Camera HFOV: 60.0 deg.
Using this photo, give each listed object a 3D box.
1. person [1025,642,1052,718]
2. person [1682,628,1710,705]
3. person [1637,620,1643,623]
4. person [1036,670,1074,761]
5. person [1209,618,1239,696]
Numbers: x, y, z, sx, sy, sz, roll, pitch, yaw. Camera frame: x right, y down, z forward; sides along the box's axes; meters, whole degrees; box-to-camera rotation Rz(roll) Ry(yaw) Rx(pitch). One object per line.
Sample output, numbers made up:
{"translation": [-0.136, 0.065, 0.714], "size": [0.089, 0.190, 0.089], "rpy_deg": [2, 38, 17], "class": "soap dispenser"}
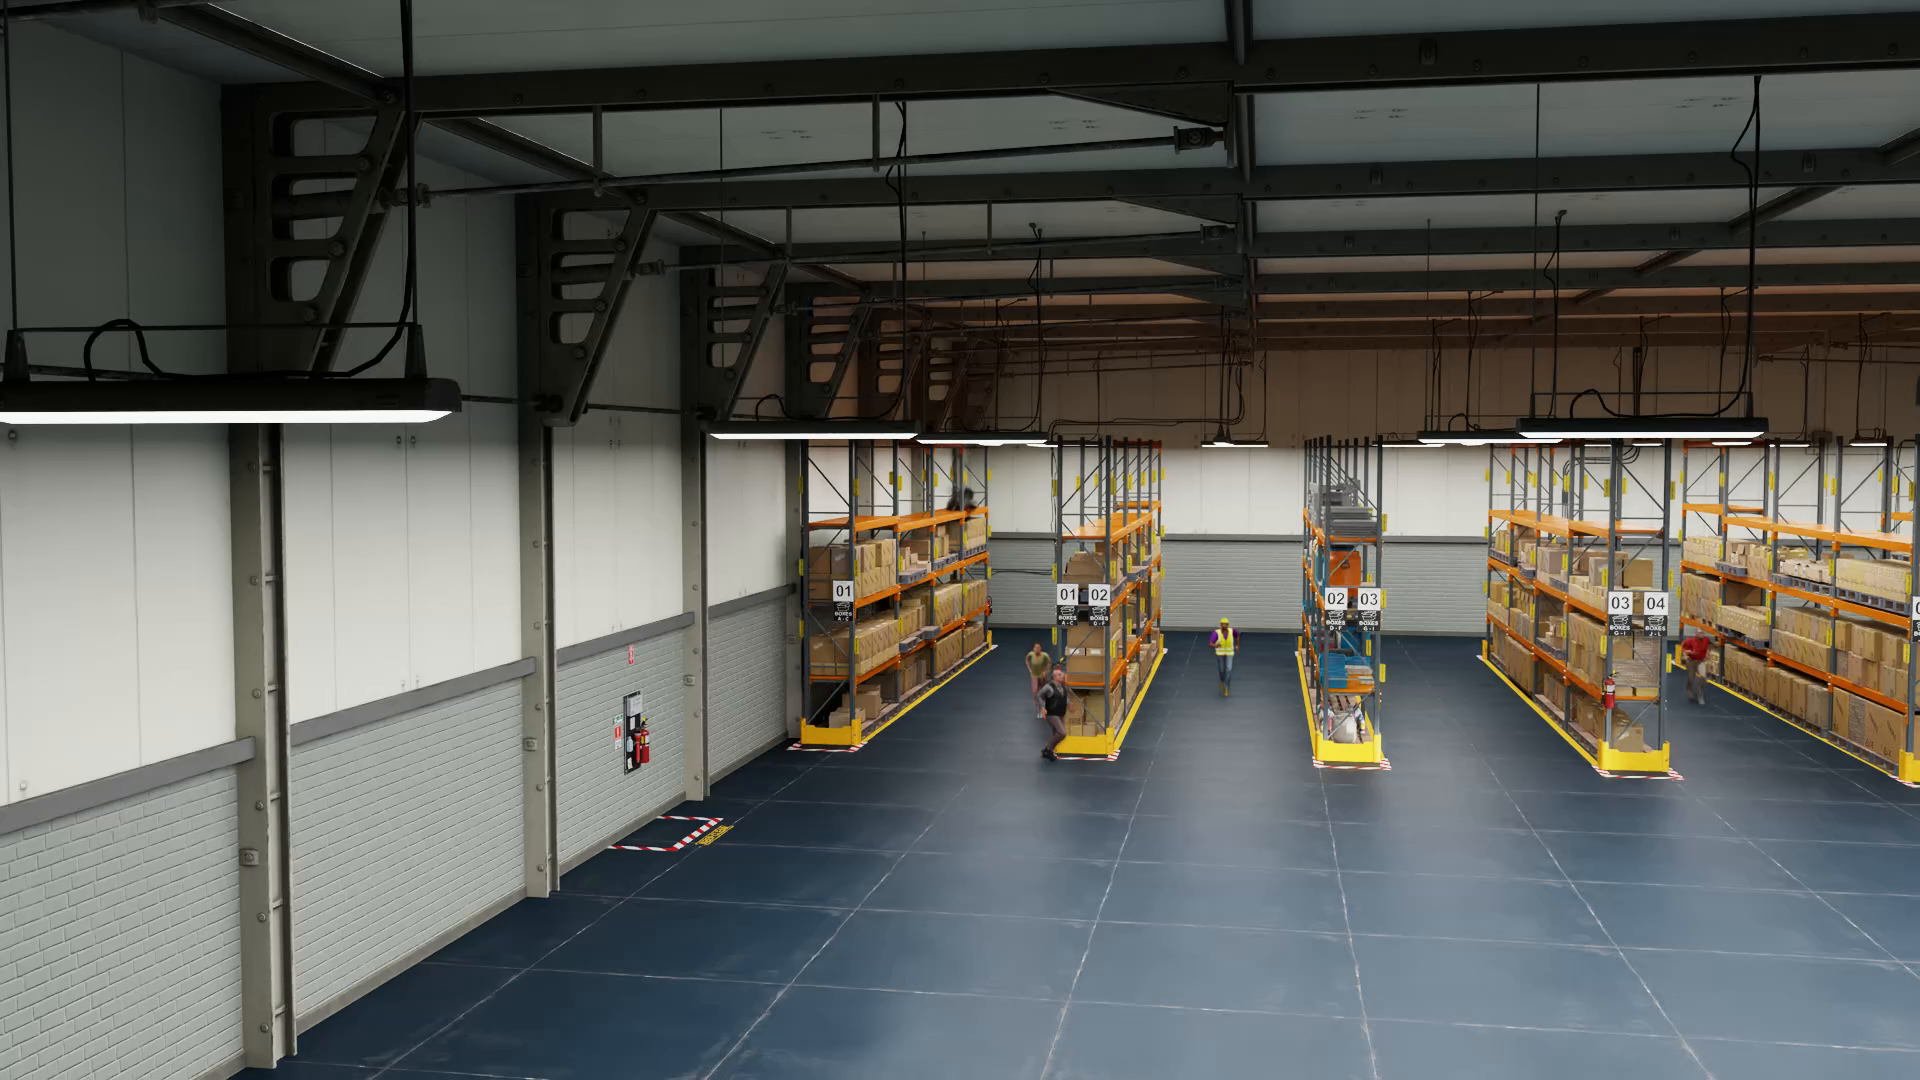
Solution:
{"translation": [1.706, 2.995, 35.963], "size": [0.572, 1.659, 0.884], "rpy_deg": [1, 3, 12], "class": "person"}
{"translation": [16.716, 2.845, 37.809], "size": [0.658, 1.752, 1.015], "rpy_deg": [1, 3, 12], "class": "person"}
{"translation": [16.352, 2.749, 40.118], "size": [0.548, 1.712, 0.857], "rpy_deg": [0, 3, 0], "class": "person"}
{"translation": [1.774, 3.214, 30.478], "size": [0.739, 1.681, 0.629], "rpy_deg": [3, 4, 42], "class": "person"}
{"translation": [6.221, 2.741, 39.126], "size": [0.729, 1.828, 0.911], "rpy_deg": [0, 3, 3], "class": "person"}
